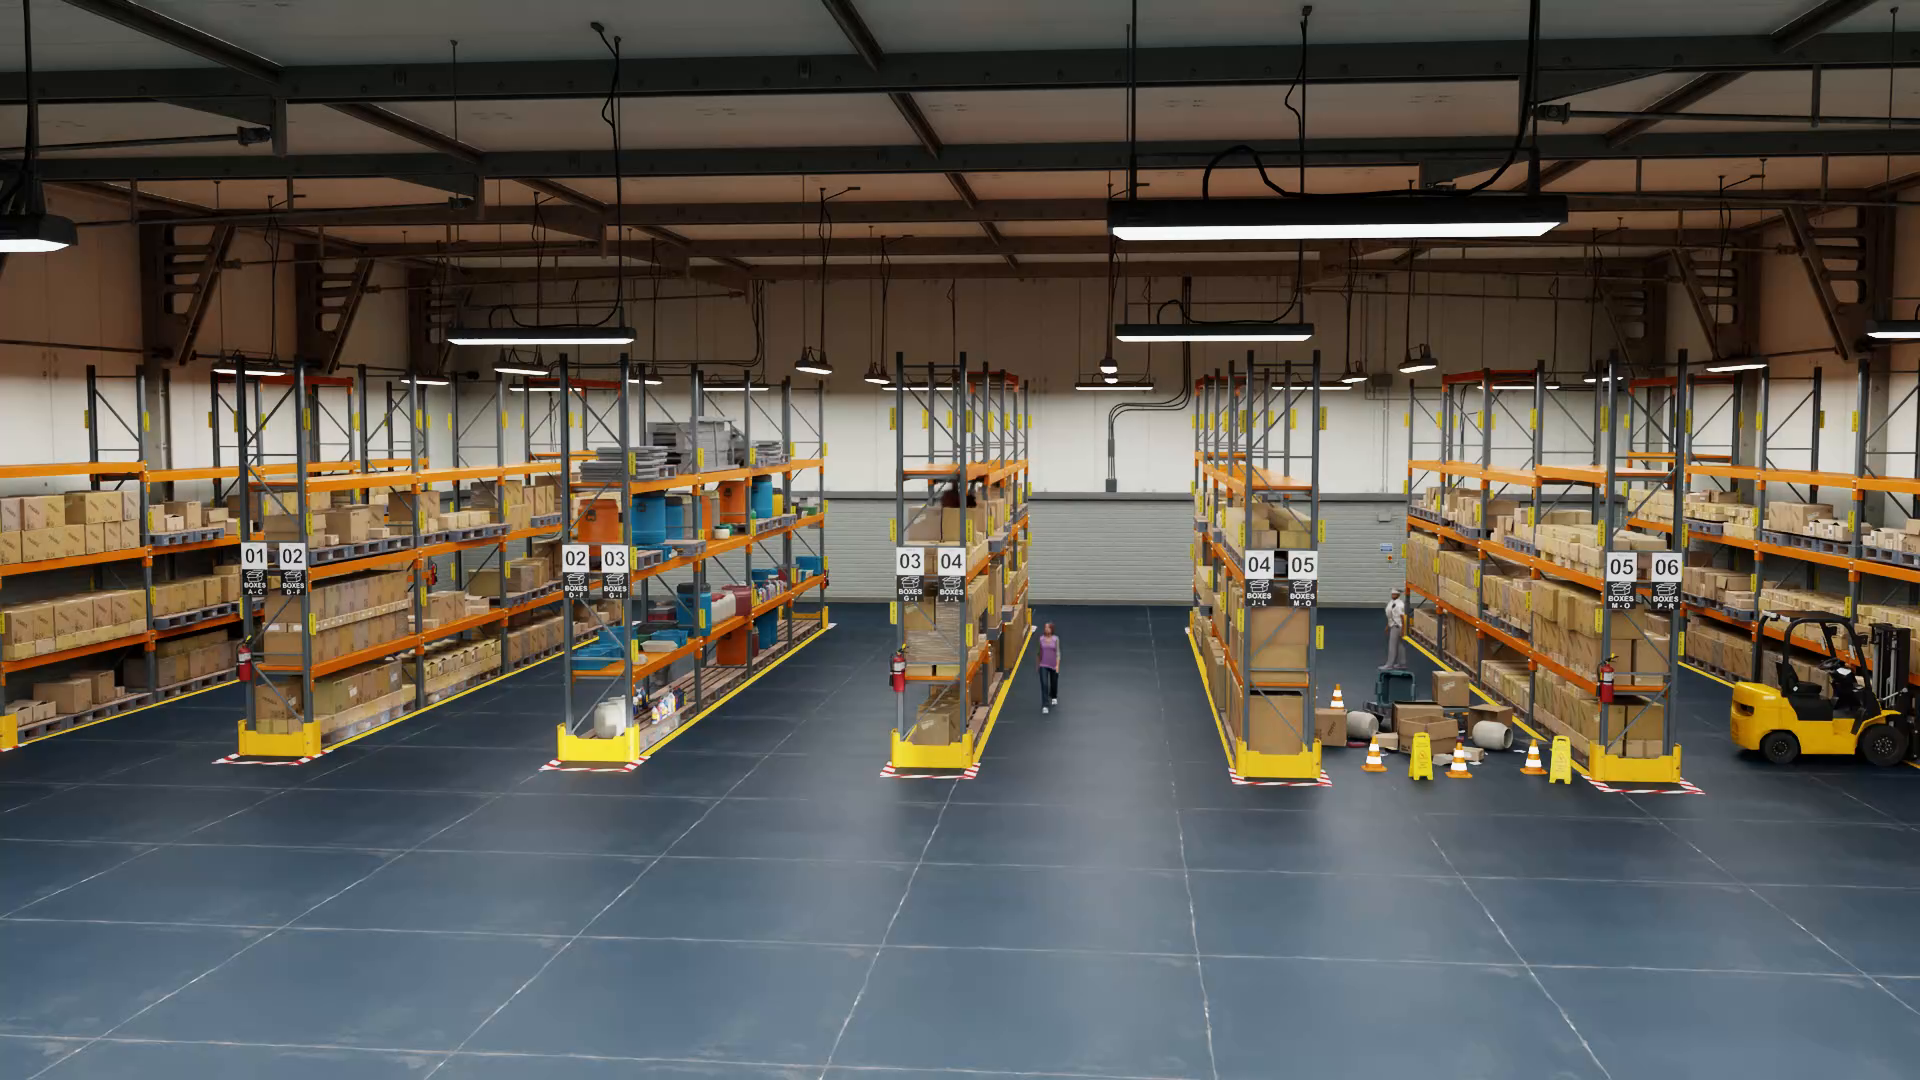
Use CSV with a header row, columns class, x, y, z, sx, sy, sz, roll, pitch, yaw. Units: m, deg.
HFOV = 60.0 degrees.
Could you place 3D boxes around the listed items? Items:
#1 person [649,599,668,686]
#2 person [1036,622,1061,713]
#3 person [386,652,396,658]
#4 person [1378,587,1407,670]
class,x,y,z,sx,sy,sz,roll,pitch,yaw
person,-5.674,1.945,31.508,0.579,1.653,0.401,2,4,22
person,1.524,2.186,28.739,0.424,1.533,0.915,0,4,1
person,-11.512,1.782,33.845,0.442,1.654,0.517,1,4,12
person,8.760,1.780,33.650,0.607,1.676,0.502,0,4,5
